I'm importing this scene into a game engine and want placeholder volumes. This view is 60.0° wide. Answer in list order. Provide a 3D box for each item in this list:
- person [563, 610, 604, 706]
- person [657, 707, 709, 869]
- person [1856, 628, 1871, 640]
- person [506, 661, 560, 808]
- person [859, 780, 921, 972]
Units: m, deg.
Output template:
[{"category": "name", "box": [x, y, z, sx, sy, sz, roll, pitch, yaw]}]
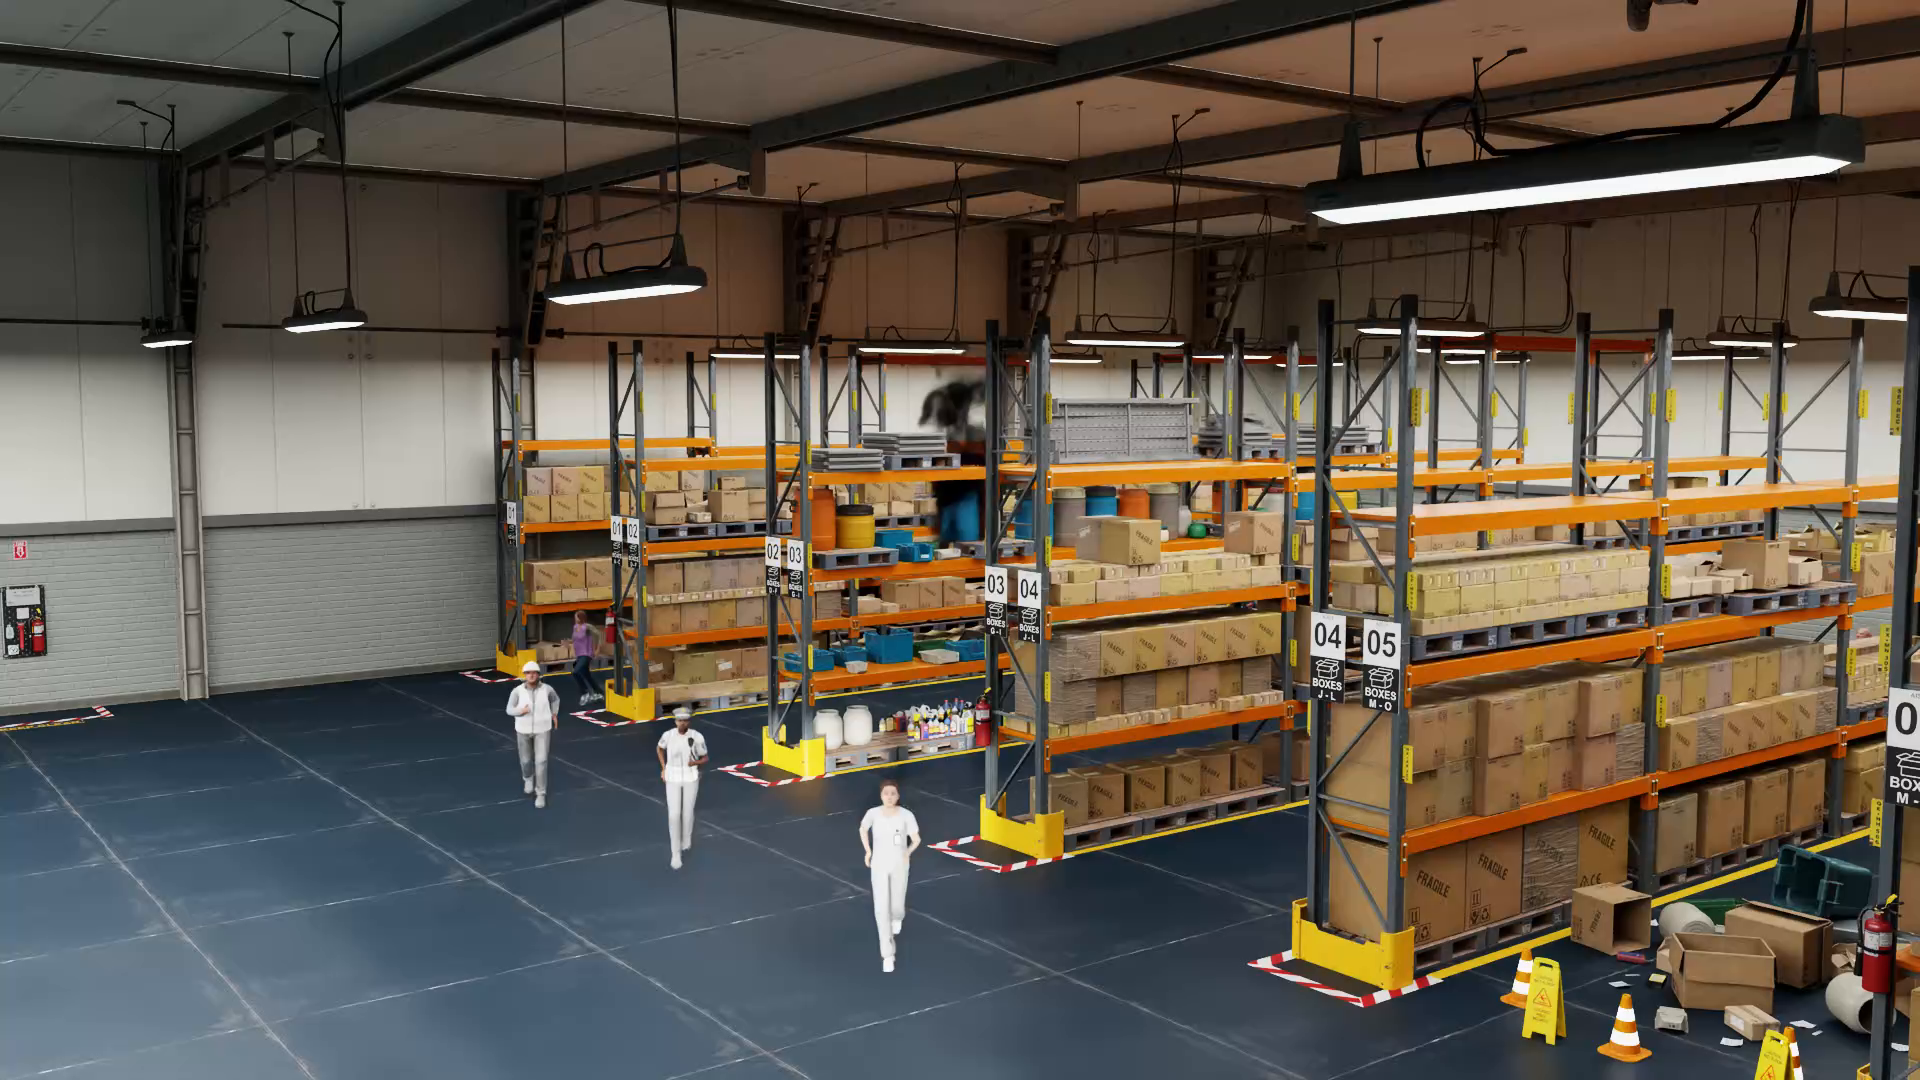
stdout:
[{"category": "person", "box": [-6.252, 1.946, 27.676, 0.570, 1.578, 0.722, 5, 7, 43]}, {"category": "person", "box": [-3.073, 2.700, 18.468, 0.565, 1.751, 0.824, -1, 5, -11]}, {"category": "person", "box": [13.434, 2.162, 24.592, 0.771, 1.737, 0.662, -2, 6, -25]}, {"category": "person", "box": [-5.386, 2.412, 21.001, 0.650, 1.772, 0.952, -1, 5, -12]}, {"category": "person", "box": [-0.644, 3.011, 15.234, 0.567, 1.669, 0.879, 0, 5, 0]}]
